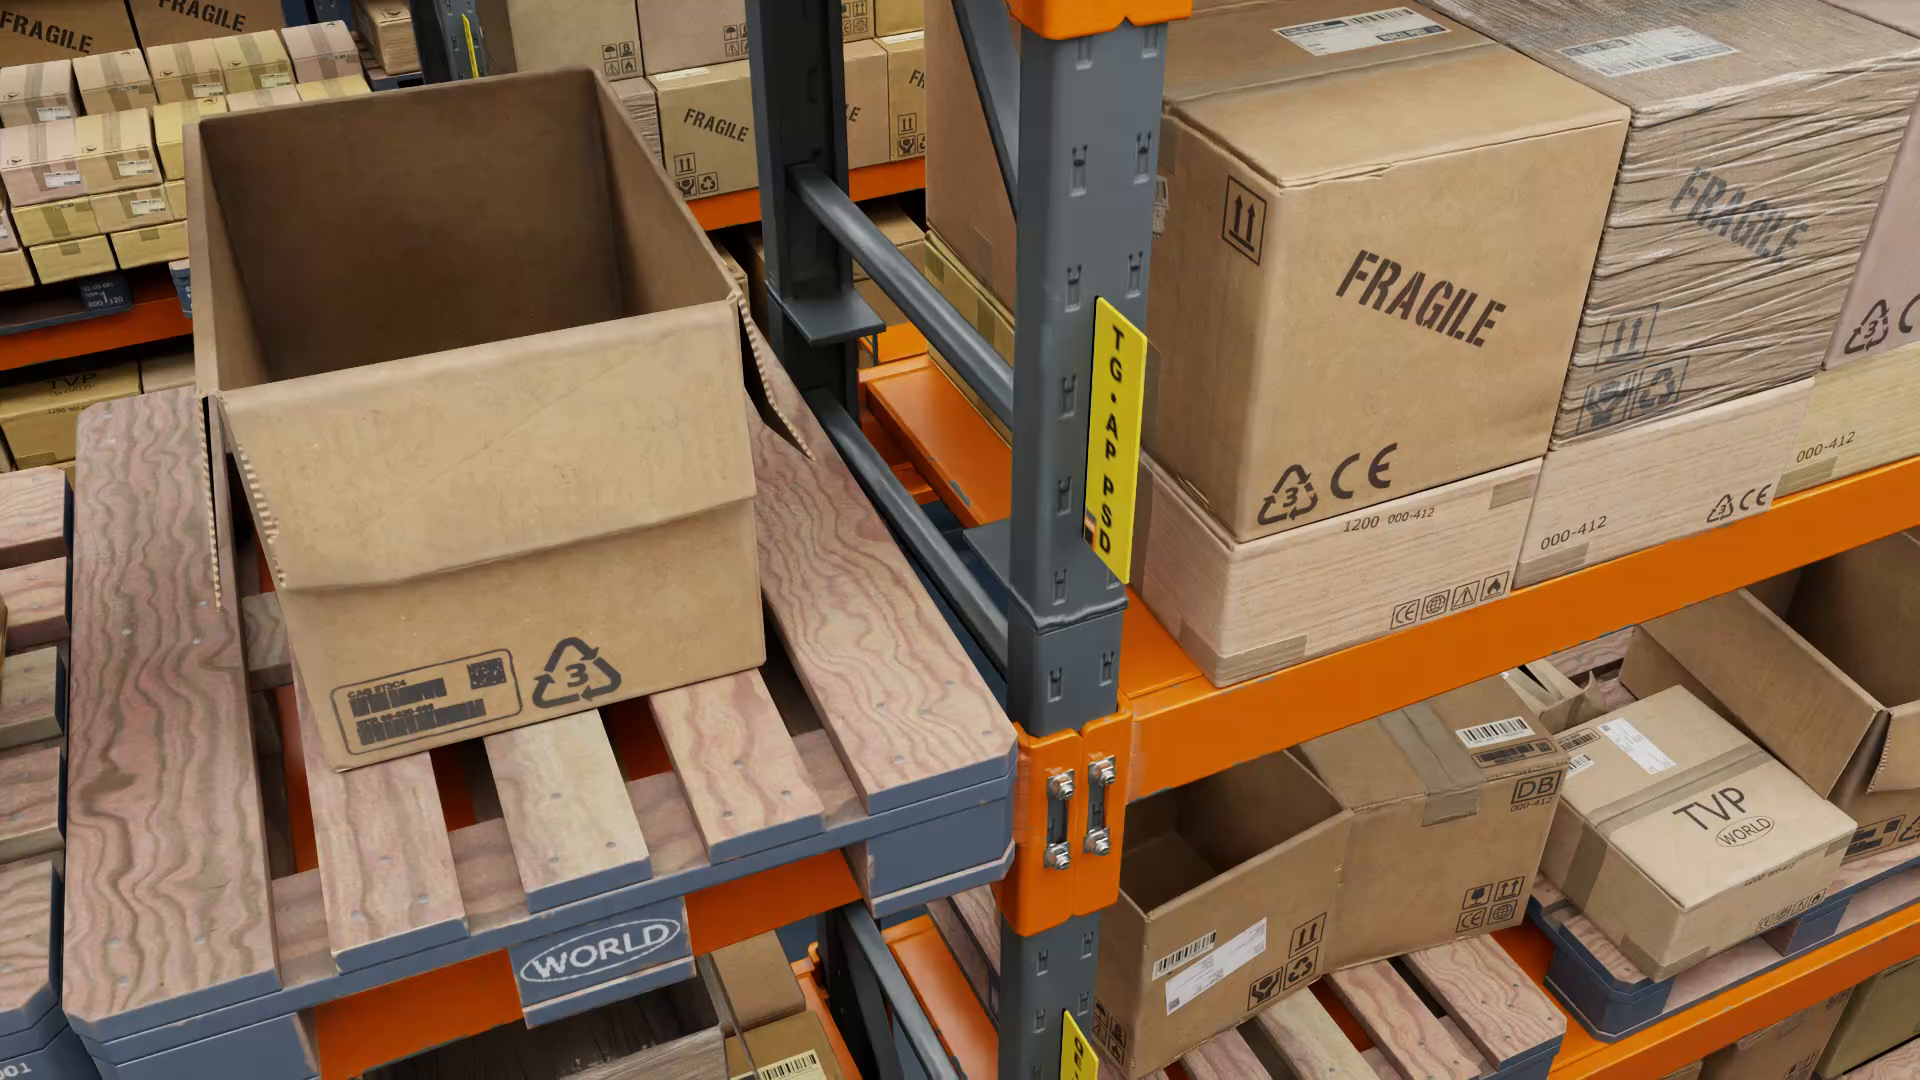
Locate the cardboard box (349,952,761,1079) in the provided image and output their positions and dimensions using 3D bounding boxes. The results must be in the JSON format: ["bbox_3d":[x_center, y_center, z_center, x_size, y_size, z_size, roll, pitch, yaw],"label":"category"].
[{"bbox_3d":[-0.726,0.771,2.767,0.637,0.503,0.797,-14,39,-18],"label":"cardboard box"}]

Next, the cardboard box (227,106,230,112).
[{"bbox_3d":[-2.841,-1.766,6.722,0.250,0.149,0.380,-14,39,-18],"label":"cardboard box"}]

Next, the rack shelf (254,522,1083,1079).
[{"bbox_3d":[-1.868,0.628,1.971,4.000,0.370,1.077,-16,39,-20],"label":"rack shelf"}]

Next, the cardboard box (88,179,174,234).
[{"bbox_3d":[-3.032,-1.280,6.066,0.250,0.149,0.380,-16,39,-20],"label":"cardboard box"}]

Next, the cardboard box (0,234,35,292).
[{"bbox_3d":[-3.488,-1.036,5.987,0.250,0.149,0.380,-14,39,-19],"label":"cardboard box"}]

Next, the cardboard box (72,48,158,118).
[{"bbox_3d":[-3.280,-1.761,6.465,0.250,0.149,0.380,-17,40,-22],"label":"cardboard box"}]

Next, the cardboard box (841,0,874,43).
[{"bbox_3d":[-0.742,-2.473,7.142,0.500,0.500,0.700,-16,40,-21],"label":"cardboard box"}]

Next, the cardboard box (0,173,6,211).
[{"bbox_3d":[-3.494,-1.272,5.806,0.250,0.149,0.380,-14,39,-18],"label":"cardboard box"}]

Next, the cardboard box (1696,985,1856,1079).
[{"bbox_3d":[2.053,1.249,4.777,0.500,0.500,0.700,-19,41,-24],"label":"cardboard box"}]

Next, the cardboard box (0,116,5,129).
[{"bbox_3d":[-3.763,-1.623,6.280,0.250,0.149,0.380,-14,39,-19],"label":"cardboard box"}]

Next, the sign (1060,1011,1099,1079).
[{"bbox_3d":[0.181,0.871,2.586,0.005,0.325,0.100,-16,39,-20],"label":"sign"}]

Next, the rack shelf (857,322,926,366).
[{"bbox_3d":[-0.150,-0.756,6.602,0.480,0.148,0.258,-16,39,-20],"label":"rack shelf"}]

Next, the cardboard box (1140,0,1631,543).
[{"bbox_3d":[0.477,-0.388,2.234,0.500,0.500,0.500,-15,39,-20],"label":"cardboard box"}]

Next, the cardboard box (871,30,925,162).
[{"bbox_3d":[-0.184,-2.053,7.417,0.500,0.500,0.500,-16,39,-20],"label":"cardboard box"}]

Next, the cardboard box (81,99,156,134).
[{"bbox_3d":[-3.309,-1.633,6.542,0.250,0.149,0.380,-15,39,-20],"label":"cardboard box"}]

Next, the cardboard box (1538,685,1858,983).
[{"bbox_3d":[1.558,0.629,3.657,0.500,0.250,0.500,-17,40,-21],"label":"cardboard box"}]

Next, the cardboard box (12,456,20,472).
[{"bbox_3d":[-3.966,-0.134,6.658,0.500,0.500,0.500,-15,39,-19],"label":"cardboard box"}]

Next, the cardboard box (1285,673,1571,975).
[{"bbox_3d":[0.877,0.475,3.655,0.500,0.500,0.700,-10,38,-13],"label":"cardboard box"}]

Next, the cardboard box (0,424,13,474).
[{"bbox_3d":[-3.969,-0.424,6.419,0.500,0.250,0.500,-14,39,-18],"label":"cardboard box"}]

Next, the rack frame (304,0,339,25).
[{"bbox_3d":[-4.268,-4.307,10.538,0.127,3.000,1.000,-16,39,-20],"label":"rack frame"}]

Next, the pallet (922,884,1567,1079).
[{"bbox_3d":[0.542,0.877,3.711,1.003,0.211,1.213,-16,39,-20],"label":"pallet"}]

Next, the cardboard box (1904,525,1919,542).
[{"bbox_3d":[2.785,-0.259,4.225,1.000,1.000,1.000,-15,39,-20],"label":"cardboard box"}]

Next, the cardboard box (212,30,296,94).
[{"bbox_3d":[-2.816,-1.887,6.636,0.250,0.149,0.380,-17,40,-21],"label":"cardboard box"}]

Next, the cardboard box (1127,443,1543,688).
[{"bbox_3d":[0.476,-0.089,2.459,0.500,0.250,0.500,-15,39,-19],"label":"cardboard box"}]

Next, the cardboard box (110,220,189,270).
[{"bbox_3d":[-3.010,-1.169,6.167,0.250,0.149,0.380,-16,40,-21],"label":"cardboard box"}]

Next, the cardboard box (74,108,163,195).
[{"bbox_3d":[-3.028,-1.400,5.978,0.250,0.149,0.380,-14,39,-19],"label":"cardboard box"}]

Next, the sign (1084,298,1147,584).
[{"bbox_3d":[0.171,-0.105,1.856,0.005,0.325,0.100,-16,39,-20],"label":"sign"}]

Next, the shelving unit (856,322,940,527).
[{"bbox_3d":[-0.150,-0.440,6.836,0.503,1.200,0.258,-16,39,-20],"label":"shelving unit"}]

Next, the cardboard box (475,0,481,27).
[{"bbox_3d":[-3.088,-3.749,11.639,0.625,0.372,0.950,-16,40,-21],"label":"cardboard box"}]

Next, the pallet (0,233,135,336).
[{"bbox_3d":[-3.848,-1.063,6.326,1.213,0.211,1.003,-16,39,-20],"label":"pallet"}]

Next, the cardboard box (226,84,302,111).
[{"bbox_3d":[-2.551,-1.536,6.162,0.250,0.149,0.380,-16,39,-20],"label":"cardboard box"}]

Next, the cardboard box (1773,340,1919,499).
[{"bbox_3d":[1.402,-0.354,2.817,0.500,0.250,0.500,-15,39,-19],"label":"cardboard box"}]

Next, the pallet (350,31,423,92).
[{"bbox_3d":[-3.560,-3.384,11.635,1.213,0.211,1.003,-16,39,-20],"label":"pallet"}]

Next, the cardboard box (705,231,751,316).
[{"bbox_3d":[-1.484,-1.033,7.661,0.750,0.750,1.050,-16,40,-21],"label":"cardboard box"}]

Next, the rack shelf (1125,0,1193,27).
[{"bbox_3d":[1.753,-1.429,2.562,4.000,0.370,1.077,-16,39,-20],"label":"rack shelf"}]

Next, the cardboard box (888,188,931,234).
[{"bbox_3d":[0.149,-1.493,8.280,0.750,0.750,1.050,-16,39,-20],"label":"cardboard box"}]

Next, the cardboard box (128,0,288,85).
[{"bbox_3d":[-4.929,-3.492,10.871,0.875,0.875,0.875,-16,39,-20],"label":"cardboard box"}]

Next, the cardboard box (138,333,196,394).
[{"bbox_3d":[-3.034,-0.680,6.766,0.500,0.250,0.500,-15,39,-19],"label":"cardboard box"}]

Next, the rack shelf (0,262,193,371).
[{"bbox_3d":[-3.884,-0.868,6.506,4.000,0.370,1.077,-16,39,-20],"label":"rack shelf"}]

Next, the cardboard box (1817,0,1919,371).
[{"bbox_3d":[1.390,-0.646,2.581,0.500,0.500,0.500,-17,40,-21],"label":"cardboard box"}]

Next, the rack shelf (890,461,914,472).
[{"bbox_3d":[-0.150,-0.386,6.876,0.480,0.148,0.258,-16,39,-20],"label":"rack shelf"}]

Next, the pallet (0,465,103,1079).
[{"bbox_3d":[-1.629,0.385,1.854,1.213,0.211,1.003,-14,39,-18],"label":"pallet"}]

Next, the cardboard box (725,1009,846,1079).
[{"bbox_3d":[-0.399,1.256,2.955,0.500,0.500,0.500,-14,39,-19],"label":"cardboard box"}]

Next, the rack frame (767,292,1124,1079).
[{"bbox_3d":[-0.057,1.038,3.333,0.127,3.000,1.000,-16,39,-20],"label":"rack frame"}]

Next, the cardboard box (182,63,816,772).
[{"bbox_3d":[-0.579,-0.184,2.023,0.637,0.503,0.797,-13,39,-17],"label":"cardboard box"}]

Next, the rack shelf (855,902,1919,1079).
[{"bbox_3d":[1.753,0.820,4.230,4.000,0.370,1.077,-16,39,-20],"label":"rack shelf"}]

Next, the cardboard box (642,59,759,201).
[{"bbox_3d":[-1.093,-1.801,7.077,0.500,0.500,0.500,-16,39,-20],"label":"cardboard box"}]

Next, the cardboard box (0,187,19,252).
[{"bbox_3d":[-3.494,-1.152,5.894,0.250,0.149,0.380,-15,39,-19],"label":"cardboard box"}]

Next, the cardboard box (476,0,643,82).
[{"bbox_3d":[-1.663,-2.213,6.792,0.500,0.500,0.700,-16,39,-20],"label":"cardboard box"}]
